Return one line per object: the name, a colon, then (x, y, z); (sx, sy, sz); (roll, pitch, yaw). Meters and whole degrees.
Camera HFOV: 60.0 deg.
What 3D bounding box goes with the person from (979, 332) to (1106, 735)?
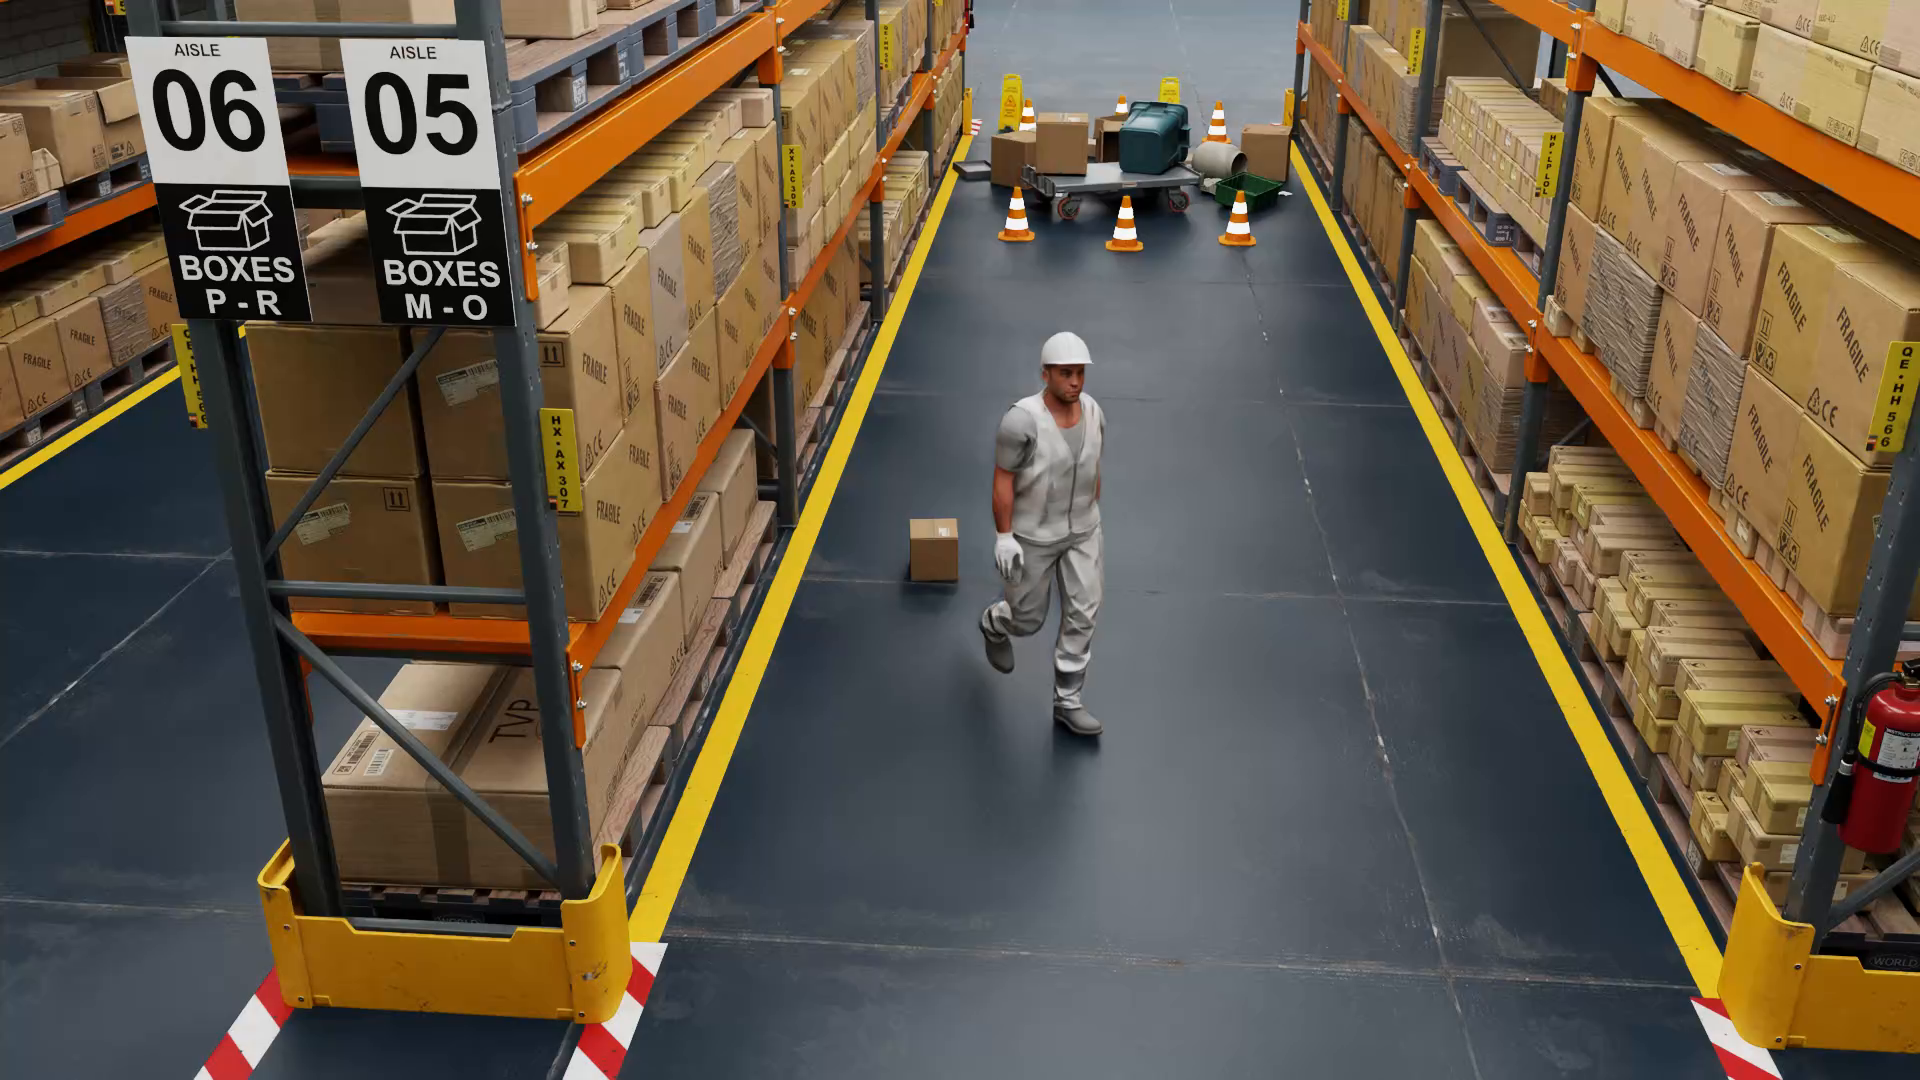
person: (0.357, -0.061, 7.183); (0.558, 1.771, 0.819); (-12, 27, -25)
